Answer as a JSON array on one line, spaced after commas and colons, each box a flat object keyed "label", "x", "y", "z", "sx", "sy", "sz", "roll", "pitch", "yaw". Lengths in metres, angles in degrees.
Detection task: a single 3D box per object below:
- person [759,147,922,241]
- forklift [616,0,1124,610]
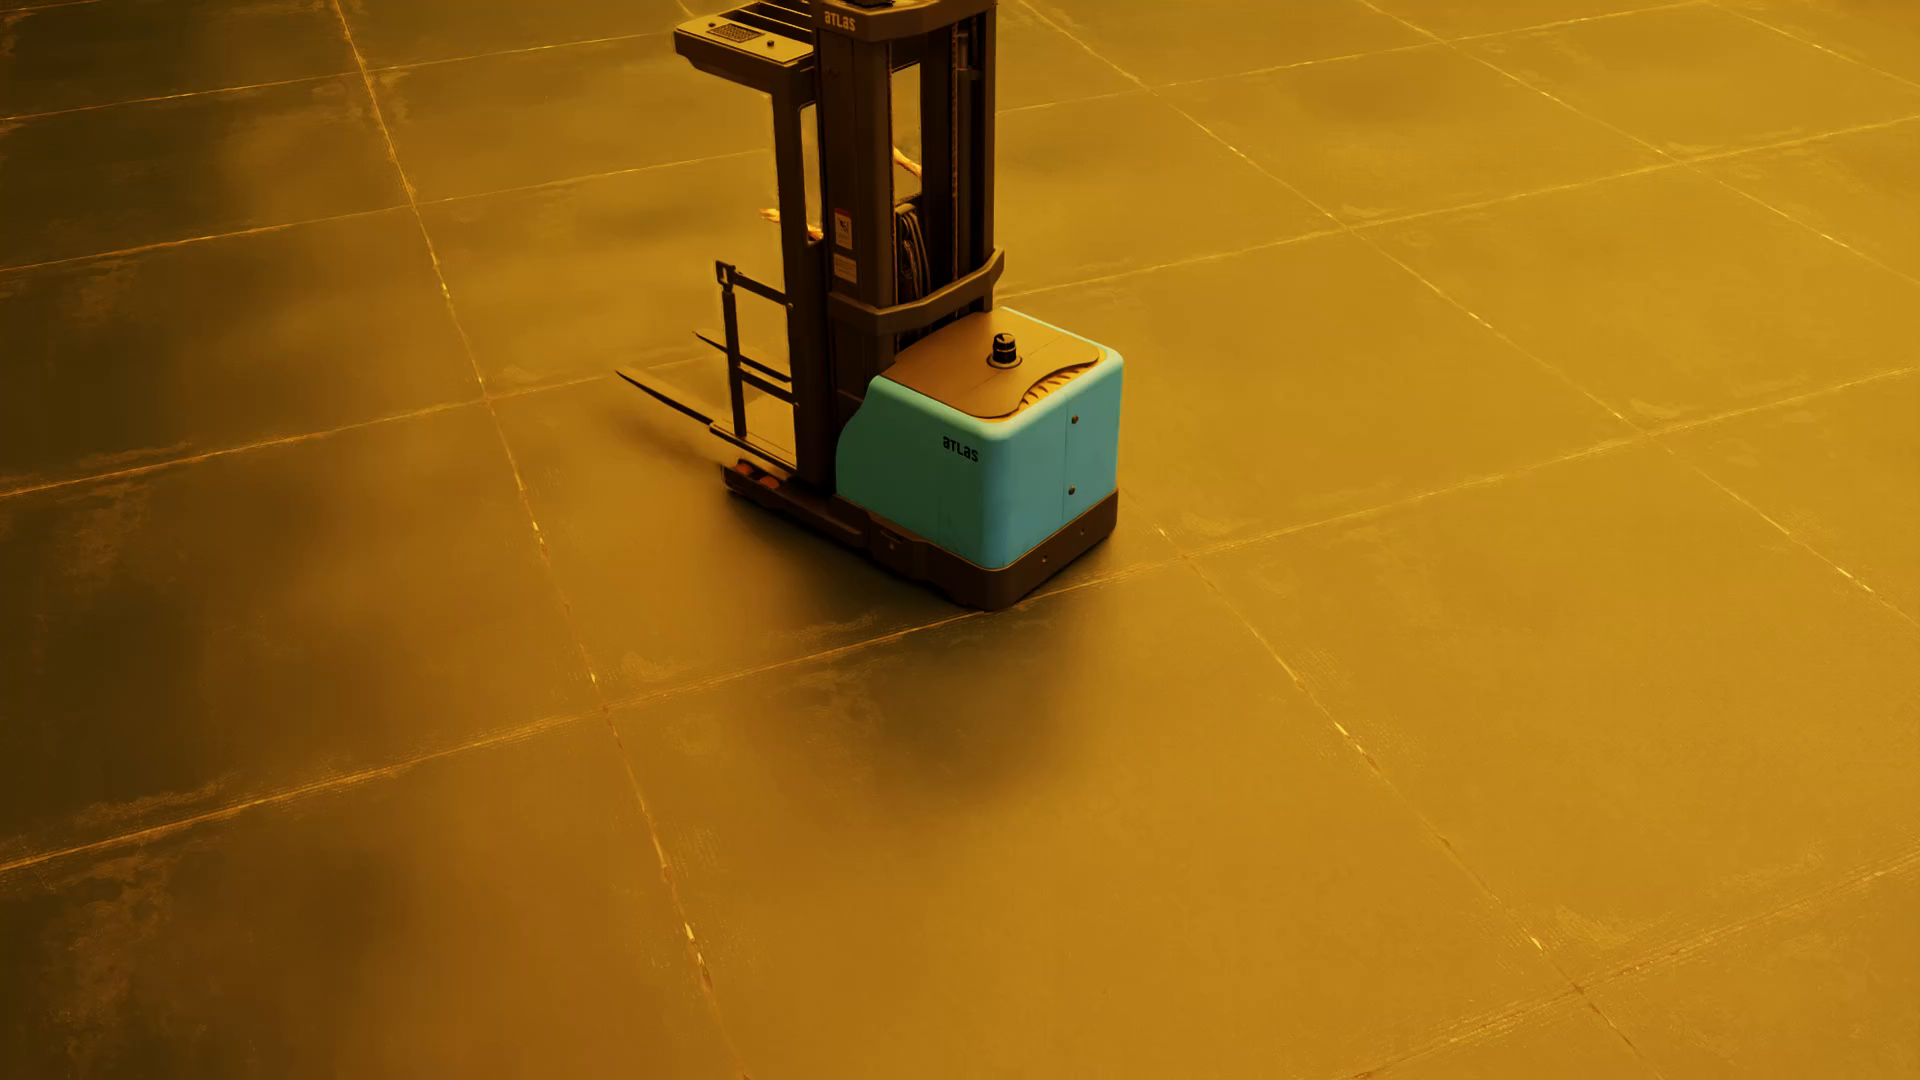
[{"label": "person", "x": -0.596, "y": -1.516, "z": 9.452, "sx": 0.984, "sy": 1.535, "sz": 0.805, "roll": 0, "pitch": 35, "yaw": 0}, {"label": "forklift", "x": -0.634, "y": -1.573, "z": 8.311, "sx": 3.031, "sy": 2.935, "sz": 1.130, "roll": 27, "pitch": 43, "yaw": 32}]
